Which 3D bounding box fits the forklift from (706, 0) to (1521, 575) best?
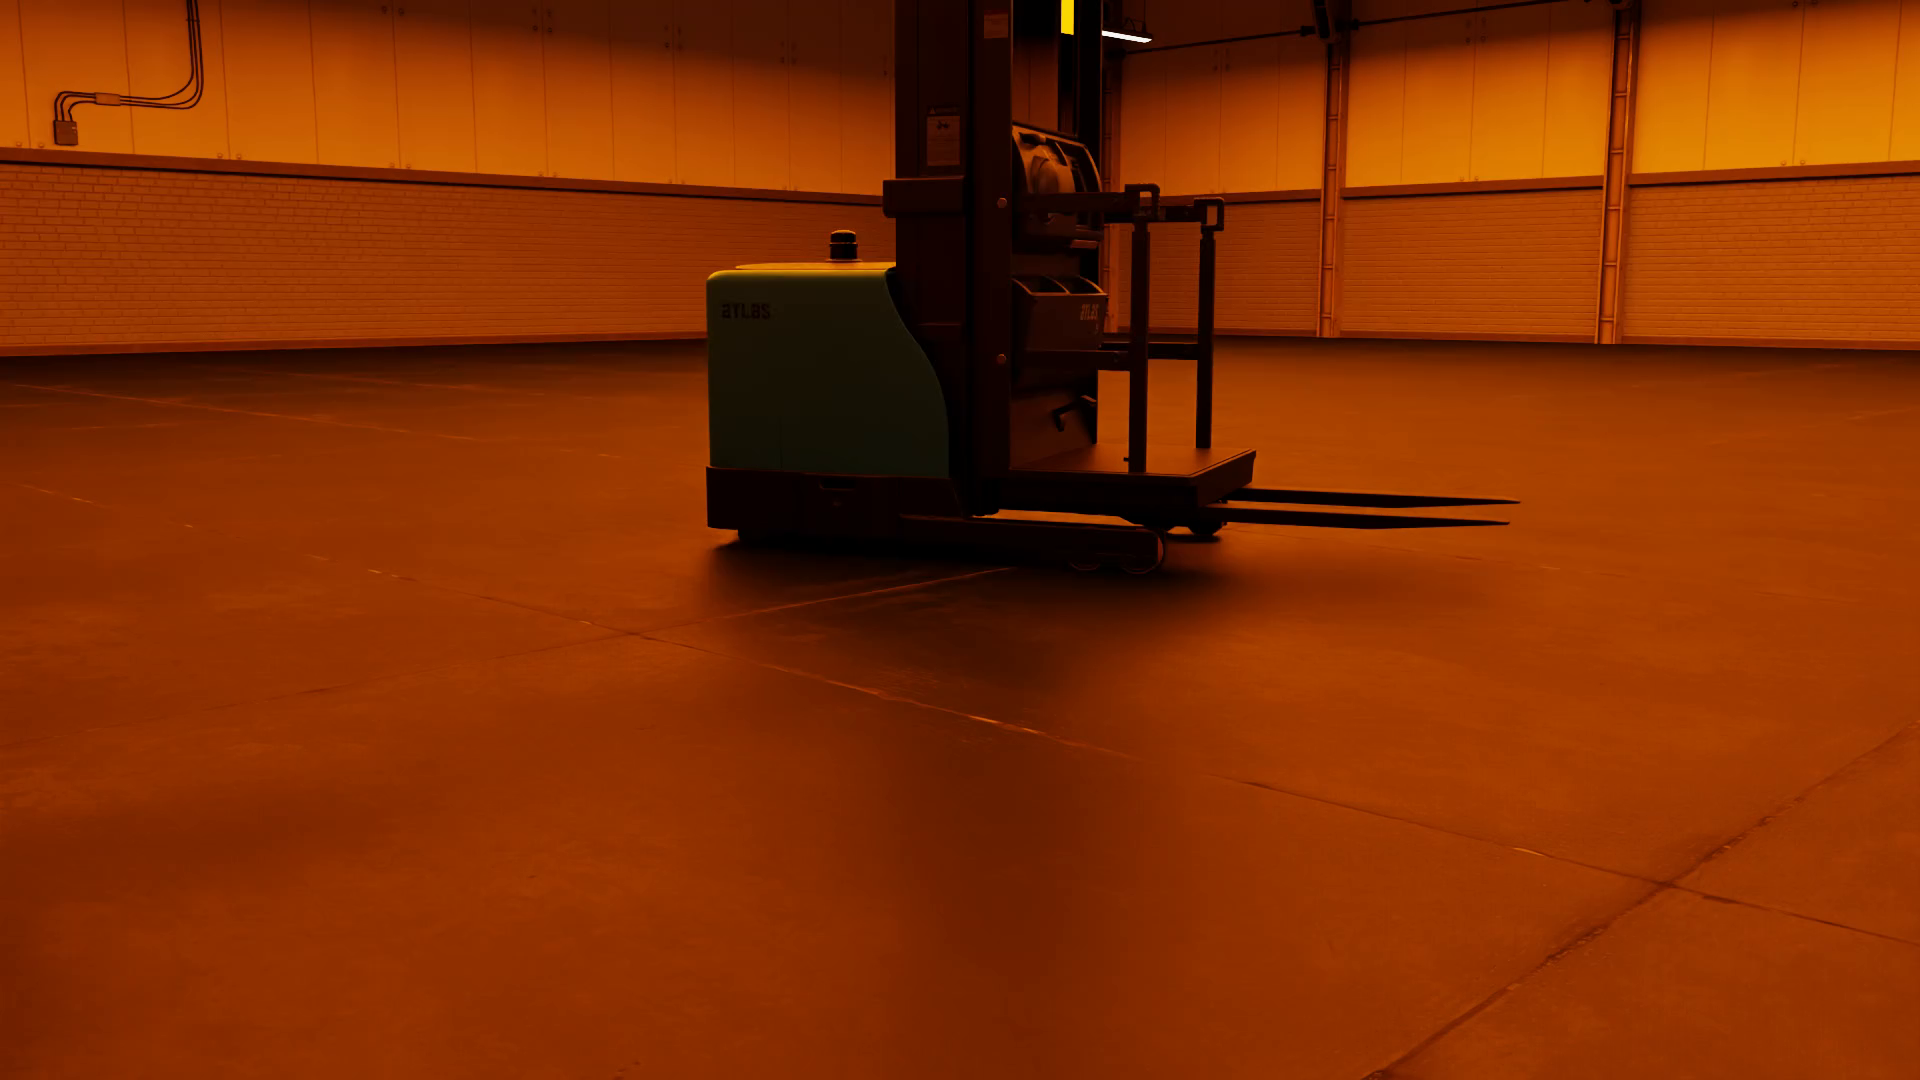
[{"bbox_3d":[0.565,-1.416,6.275,3.031,2.935,1.130,3,9,22],"label":"forklift"}]
